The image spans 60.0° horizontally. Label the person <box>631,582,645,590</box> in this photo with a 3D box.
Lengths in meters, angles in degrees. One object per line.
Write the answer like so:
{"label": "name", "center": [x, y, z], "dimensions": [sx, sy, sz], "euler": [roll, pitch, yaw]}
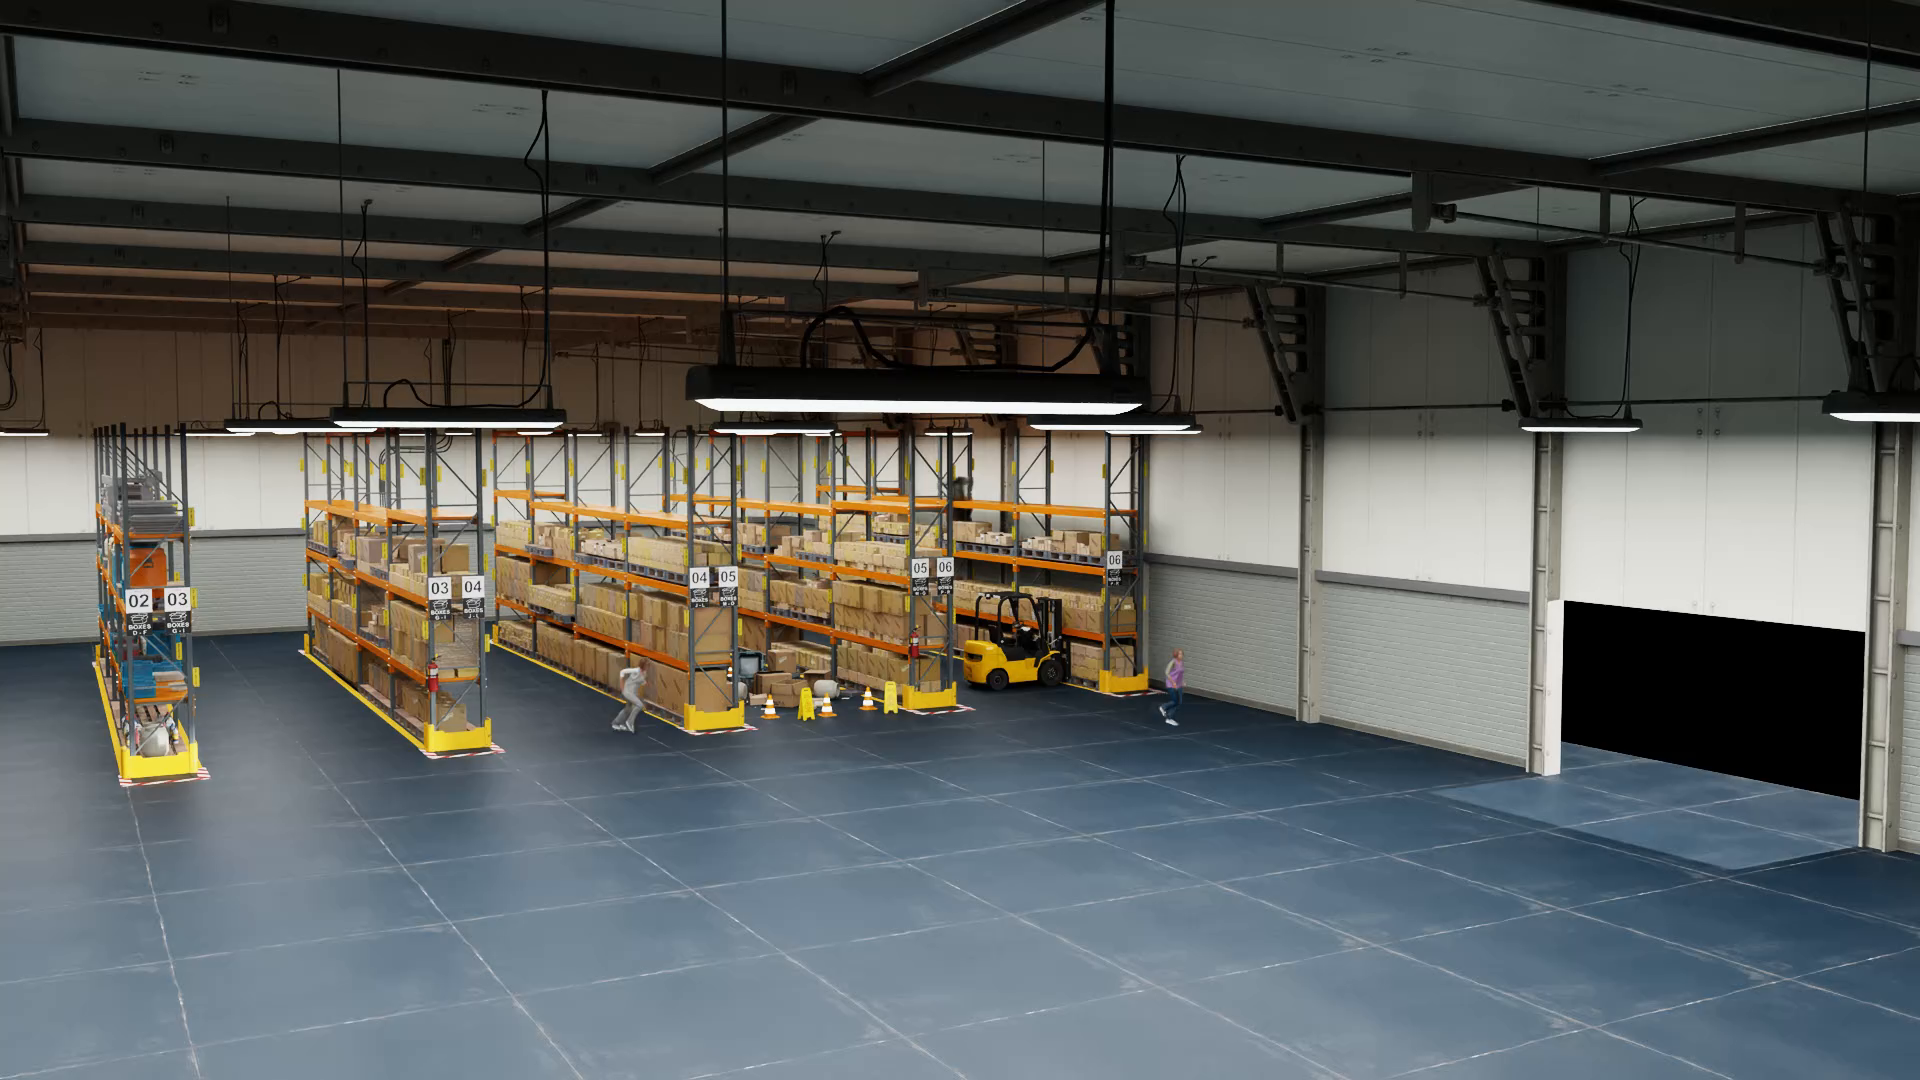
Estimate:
{"label": "person", "center": [-9.839, 1.815, 50.325], "dimensions": [0.976, 1.748, 0.651], "euler": [-3, 5, -40]}

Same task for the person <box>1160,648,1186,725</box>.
{"label": "person", "center": [4.243, 2.941, 33.446], "dimensions": [0.541, 1.550, 0.535], "euler": [3, 5, 44]}

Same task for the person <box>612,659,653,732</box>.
{"label": "person", "center": [-6.409, 3.029, 32.390], "dimensions": [0.889, 1.458, 0.574], "euler": [1, 4, 20]}
